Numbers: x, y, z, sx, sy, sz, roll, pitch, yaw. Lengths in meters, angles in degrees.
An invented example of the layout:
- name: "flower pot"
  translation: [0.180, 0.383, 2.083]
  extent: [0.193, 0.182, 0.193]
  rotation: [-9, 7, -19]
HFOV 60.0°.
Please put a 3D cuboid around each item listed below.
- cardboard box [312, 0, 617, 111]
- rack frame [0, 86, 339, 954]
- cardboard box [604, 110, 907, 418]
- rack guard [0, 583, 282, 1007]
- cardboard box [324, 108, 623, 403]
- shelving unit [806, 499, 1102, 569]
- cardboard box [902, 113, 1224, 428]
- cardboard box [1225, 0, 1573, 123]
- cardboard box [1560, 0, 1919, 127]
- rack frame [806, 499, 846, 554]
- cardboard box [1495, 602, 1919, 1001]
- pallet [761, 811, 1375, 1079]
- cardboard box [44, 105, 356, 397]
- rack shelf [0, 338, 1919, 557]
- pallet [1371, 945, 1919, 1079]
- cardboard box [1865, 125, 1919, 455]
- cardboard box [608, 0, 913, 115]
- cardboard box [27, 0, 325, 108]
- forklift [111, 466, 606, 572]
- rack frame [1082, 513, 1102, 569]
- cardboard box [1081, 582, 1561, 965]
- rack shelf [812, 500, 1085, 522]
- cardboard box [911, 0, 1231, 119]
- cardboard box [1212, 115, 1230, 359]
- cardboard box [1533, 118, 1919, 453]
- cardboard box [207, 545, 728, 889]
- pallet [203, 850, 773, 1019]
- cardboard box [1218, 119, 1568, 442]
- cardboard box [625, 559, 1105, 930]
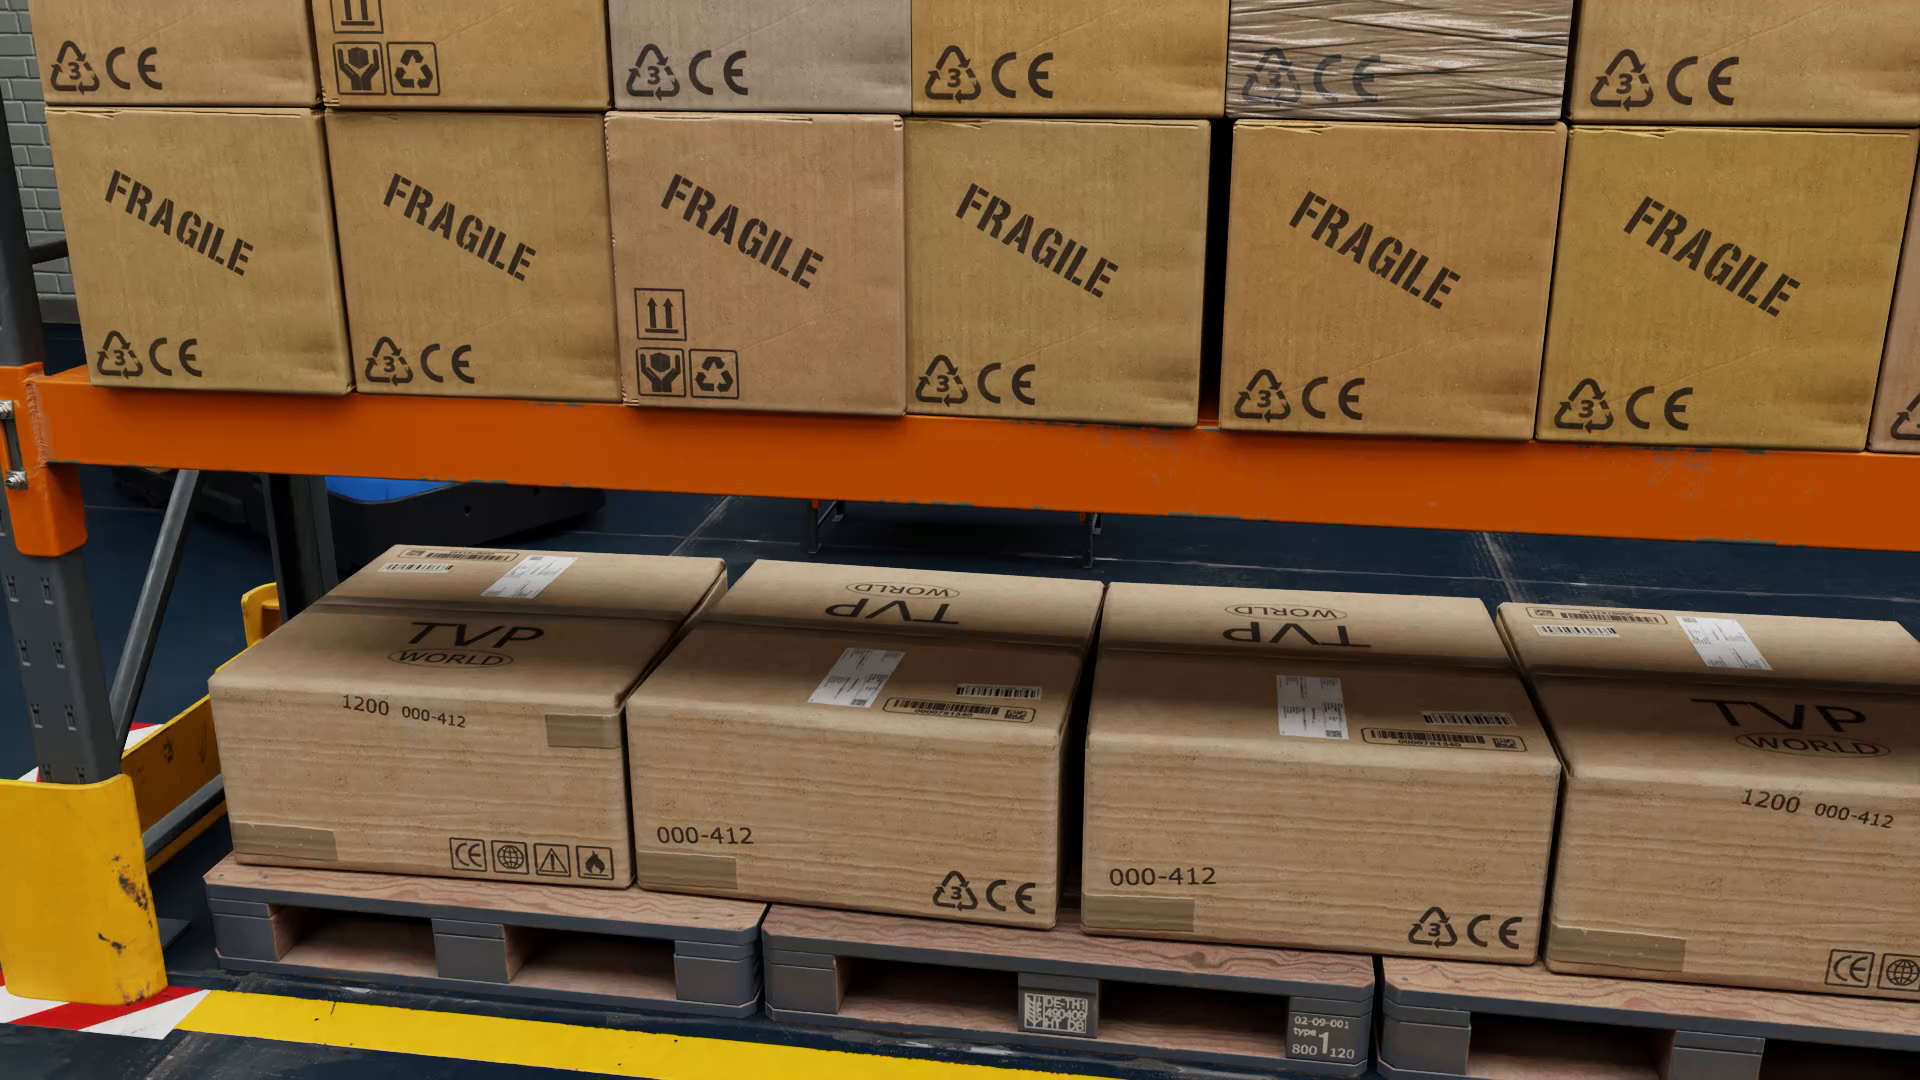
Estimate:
- name: "cardboard box"
  translation: [-0.795, -1.032, 2.928]
  extent: [0.500, 0.500, 0.500]
  rotation: [2, 19, 7]
- name: "rack frame"
  translation: [-1.735, -0.648, 3.512]
  extent: [0.127, 3.000, 1.000]
  rotation: [3, 19, 9]
- name: "cardboard box"
  translation: [-0.303, -0.533, 3.012]
  extent: [0.500, 0.500, 0.500]
  rotation: [3, 19, 8]
- name: "rack guard"
  translation: [-1.758, 0.536, 3.913]
  extent: [0.348, 0.500, 1.175]
  rotation: [3, 19, 9]
- name: "cardboard box"
  translation: [-0.802, -0.565, 3.106]
  extent: [0.500, 0.500, 0.500]
  rotation: [3, 19, 8]
- name: "shelving unit"
  translation: [-0.007, -0.534, 6.126]
  extent: [1.048, 1.125, 0.538]
  rotation: [3, 19, 9]
- name: "cardboard box"
  translation: [0.194, -0.513, 2.952]
  extent: [0.500, 0.500, 0.500]
  rotation: [4, 19, 10]
- name: "cardboard box"
  translation: [0.701, -0.956, 2.700]
  extent: [0.500, 0.500, 0.500]
  rotation: [3, 19, 9]
- name: "cardboard box"
  translation: [1.205, -0.934, 2.633]
  extent: [0.500, 0.500, 0.500]
  rotation: [3, 19, 8]
- name: "rack frame"
  translation: [-0.509, -0.559, 6.202]
  extent: [0.032, 1.125, 0.500]
  rotation: [3, 19, 9]
- name: "cardboard box"
  translation: [1.612, 0.504, 3.446]
  extent: [0.875, 0.438, 0.875]
  rotation: [3, 19, 8]
- name: "pallet"
  translation: [0.268, 0.752, 3.722]
  extent: [1.213, 0.211, 1.003]
  rotation: [3, 19, 9]
- name: "cardboard box"
  translation: [-1.306, -0.581, 3.156]
  extent: [0.500, 0.500, 0.500]
  rotation: [3, 19, 8]
- name: "rack shelf"
  translation: [0.240, -0.206, 3.326]
  extent: [4.000, 0.370, 1.077]
  rotation: [3, 19, 9]
- name: "pallet"
  translation: [1.476, 0.813, 3.541]
  extent: [1.213, 0.211, 1.003]
  rotation: [3, 19, 9]
- name: "cardboard box"
  translation: [1.716, -0.437, 2.725]
  extent: [0.500, 0.500, 0.500]
  rotation: [3, 19, 9]
- name: "cardboard box"
  translation: [-0.285, -1.009, 2.858]
  extent: [0.500, 0.500, 0.500]
  rotation: [3, 19, 8]
- name: "cardboard box"
  translation: [-1.306, -1.056, 2.999]
  extent: [0.500, 0.500, 0.500]
  rotation: [3, 19, 7]
- name: "forklift"
  translation: [-2.846, -1.639, 6.582]
  extent: [3.031, 2.935, 1.130]
  rotation: [14, 23, 37]
- name: "rack frame"
  translation: [0.495, -0.508, 6.049]
  extent: [0.032, 1.125, 0.500]
  rotation: [3, 19, 9]
- name: "cardboard box"
  translation: [0.728, 0.459, 3.580]
  extent: [0.875, 0.438, 0.875]
  rotation: [2, 19, 7]
- name: "rack shelf"
  translation: [-0.007, -0.302, 6.203]
  extent: [1.000, 0.278, 0.538]
  rotation: [3, 19, 9]
- name: "cardboard box"
  translation: [0.208, -0.984, 2.784]
  extent: [0.500, 0.500, 0.500]
  rotation: [3, 19, 9]
- name: "cardboard box"
  translation: [0.298, -0.679, 3.449]
  extent: [0.500, 0.500, 0.500]
  rotation: [3, 19, 10]
- name: "cardboard box"
  translation: [1.207, -0.462, 2.798]
  extent: [0.500, 0.500, 0.500]
  rotation: [2, 19, 7]
- name: "cardboard box"
  translation: [-1.067, 0.370, 3.847]
  extent: [0.875, 0.438, 0.875]
  rotation: [2, 19, 7]
- name: "pallet"
  translation: [-0.933, 0.690, 3.908]
  extent: [1.213, 0.211, 1.003]
  rotation: [3, 19, 9]
- name: "cardboard box"
  translation: [0.709, -0.482, 2.859]
  extent: [0.500, 0.500, 0.500]
  rotation: [3, 19, 8]
- name: "cardboard box"
  translation: [-0.162, 0.413, 3.717]
  extent: [0.875, 0.438, 0.875]
  rotation: [3, 19, 10]
